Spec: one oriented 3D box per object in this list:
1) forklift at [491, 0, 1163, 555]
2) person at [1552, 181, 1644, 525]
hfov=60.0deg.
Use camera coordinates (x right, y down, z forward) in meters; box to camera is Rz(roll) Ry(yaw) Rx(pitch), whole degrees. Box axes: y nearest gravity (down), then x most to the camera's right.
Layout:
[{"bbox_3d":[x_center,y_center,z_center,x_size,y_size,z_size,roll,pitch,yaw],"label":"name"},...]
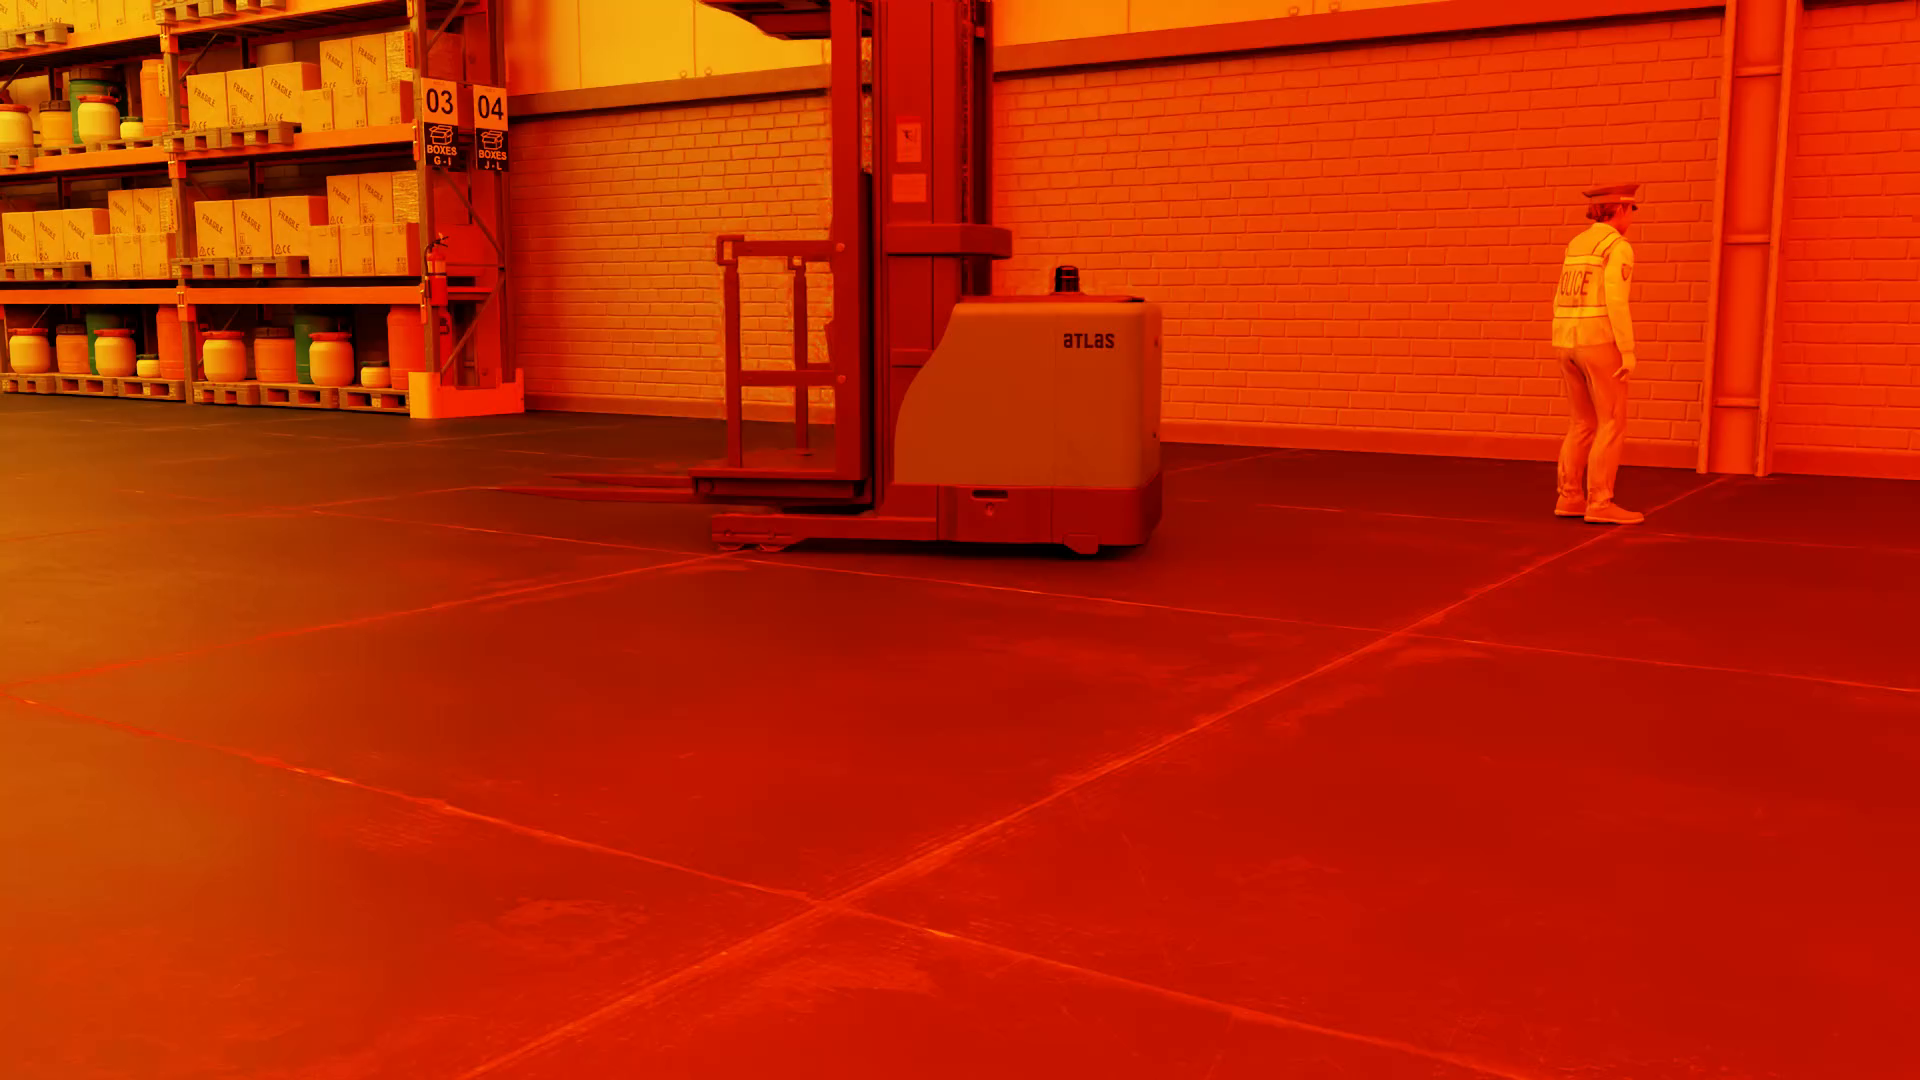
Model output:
[{"bbox_3d":[-0.620,-1.469,7.525,3.031,2.935,1.130,2,8,12],"label":"forklift"},{"bbox_3d":[3.145,-0.927,8.227,0.375,1.662,0.528,-2,8,-14],"label":"person"}]
